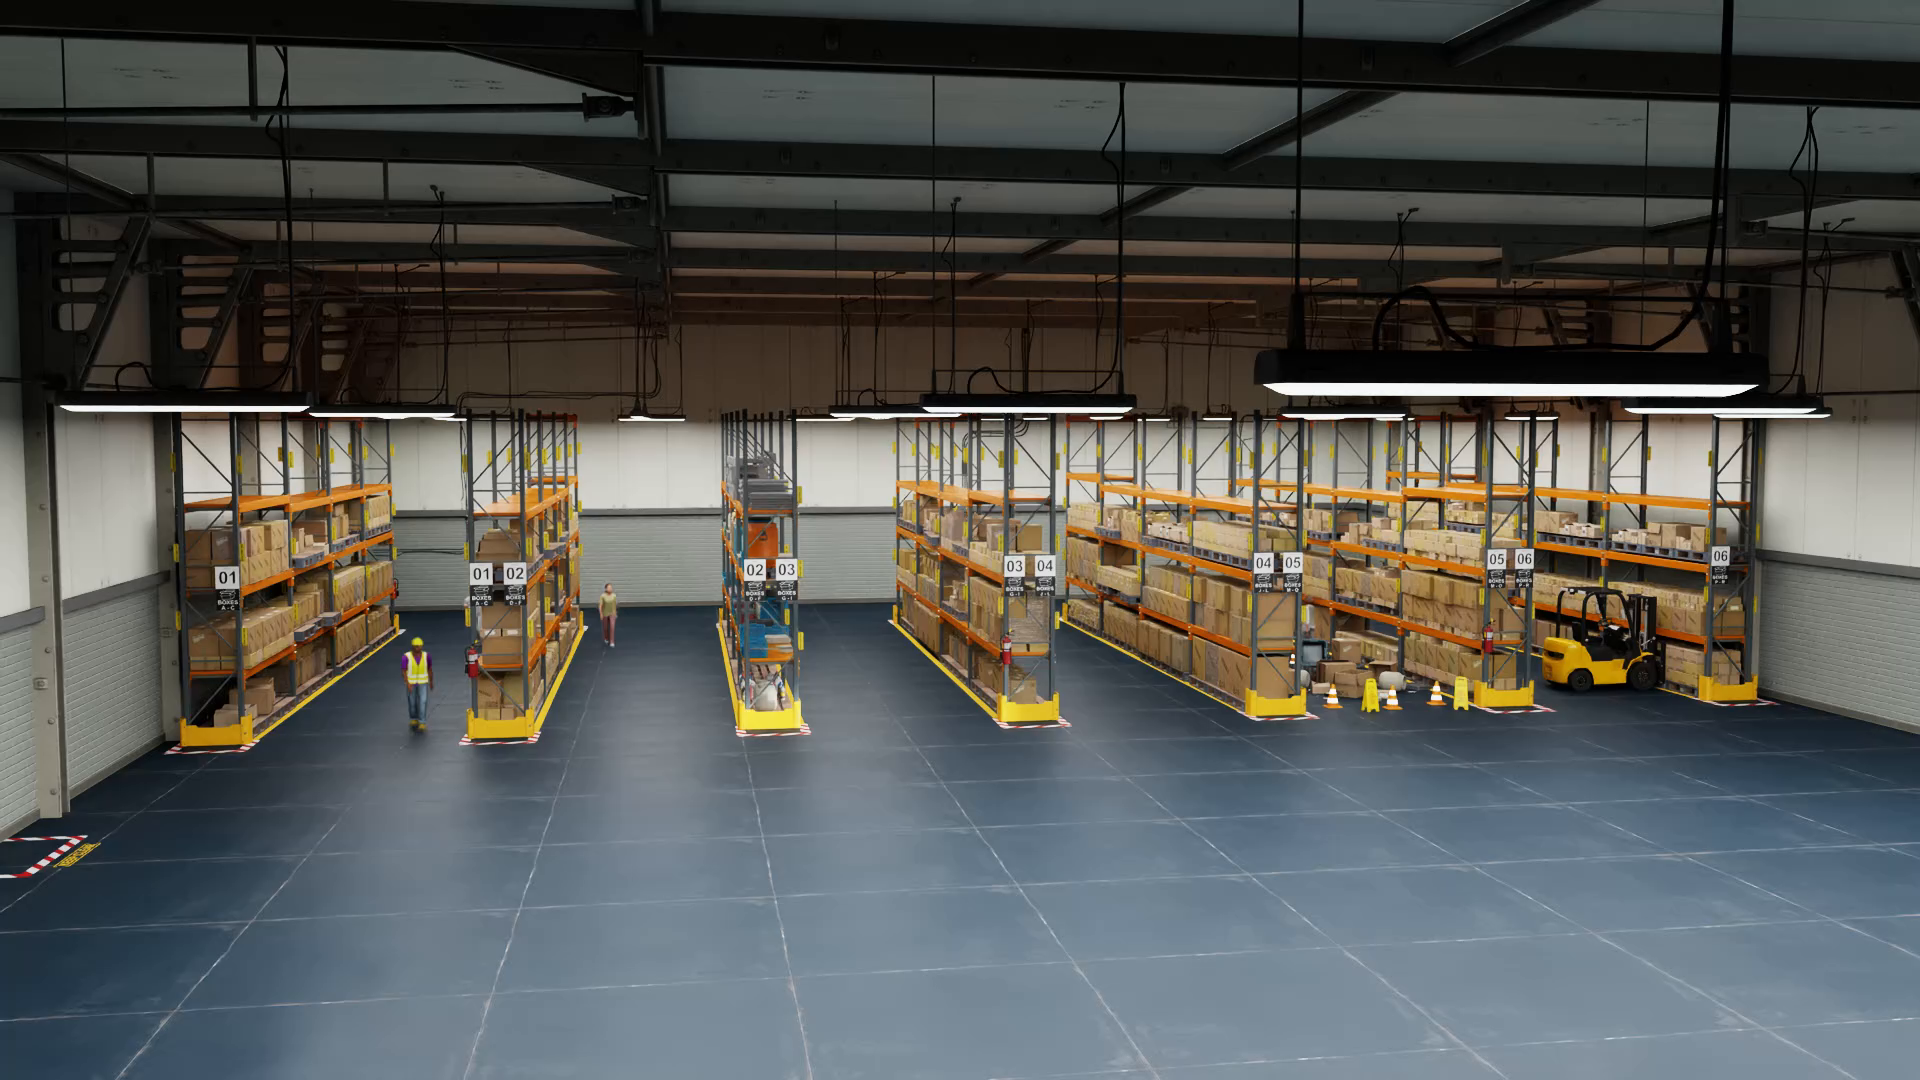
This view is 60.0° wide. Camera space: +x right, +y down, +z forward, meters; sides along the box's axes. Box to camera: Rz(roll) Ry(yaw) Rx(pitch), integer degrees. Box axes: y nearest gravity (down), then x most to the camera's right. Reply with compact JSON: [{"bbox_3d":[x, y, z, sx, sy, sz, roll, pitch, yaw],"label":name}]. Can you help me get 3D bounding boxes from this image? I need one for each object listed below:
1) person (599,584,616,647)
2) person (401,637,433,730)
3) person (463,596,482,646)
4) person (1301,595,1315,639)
[{"bbox_3d":[-9.062,1.924,42.751,0.437,1.612,1.082,-1,4,-13],"label":"person"},{"bbox_3d":[-10.153,2.679,31.140,0.584,1.703,1.023,-2,4,-24],"label":"person"},{"bbox_3d":[-12.425,1.954,42.757,0.550,1.577,0.749,0,4,2],"label":"person"},{"bbox_3d":[8.428,2.146,40.134,0.408,1.617,0.626,-2,4,-25],"label":"person"}]
